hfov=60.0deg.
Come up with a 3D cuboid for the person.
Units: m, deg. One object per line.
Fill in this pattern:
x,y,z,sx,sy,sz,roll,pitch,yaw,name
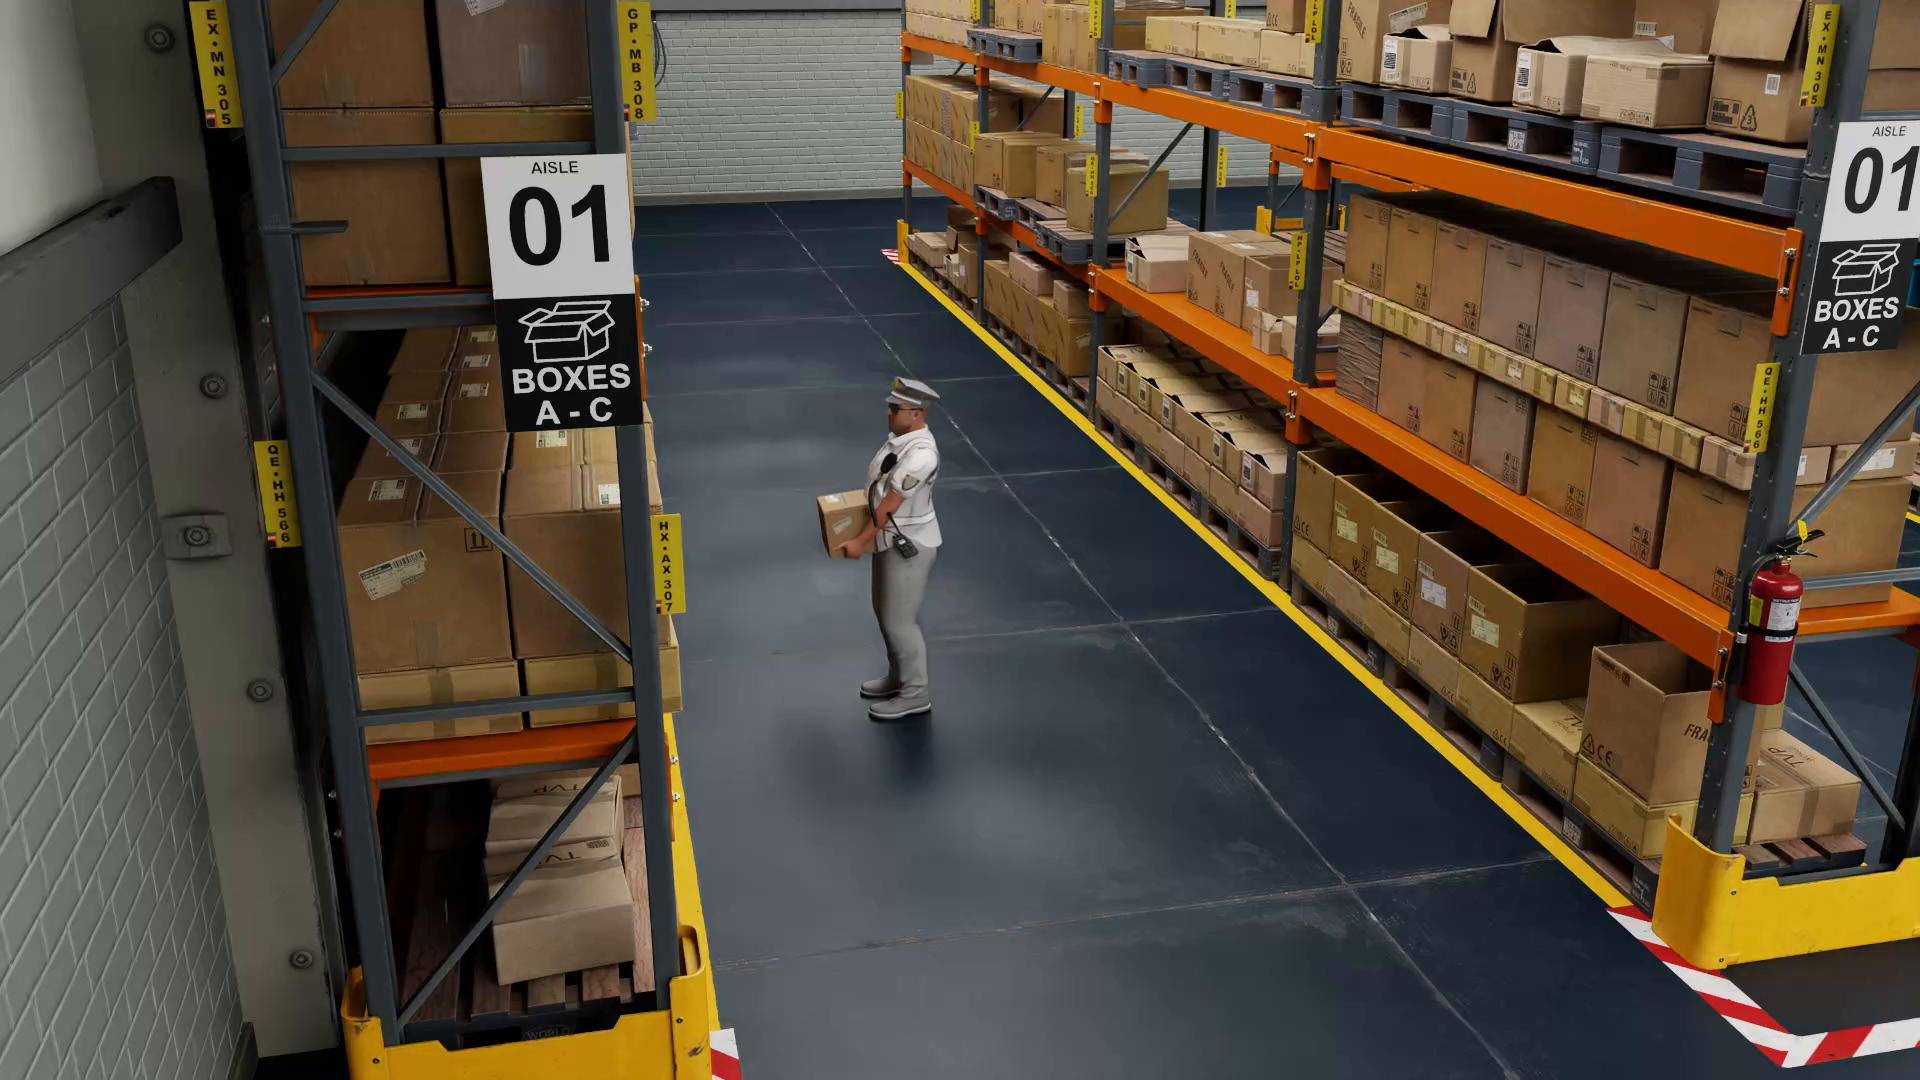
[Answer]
-0.381,0.030,8.453,0.563,1.767,0.494,-4,20,-11,person
